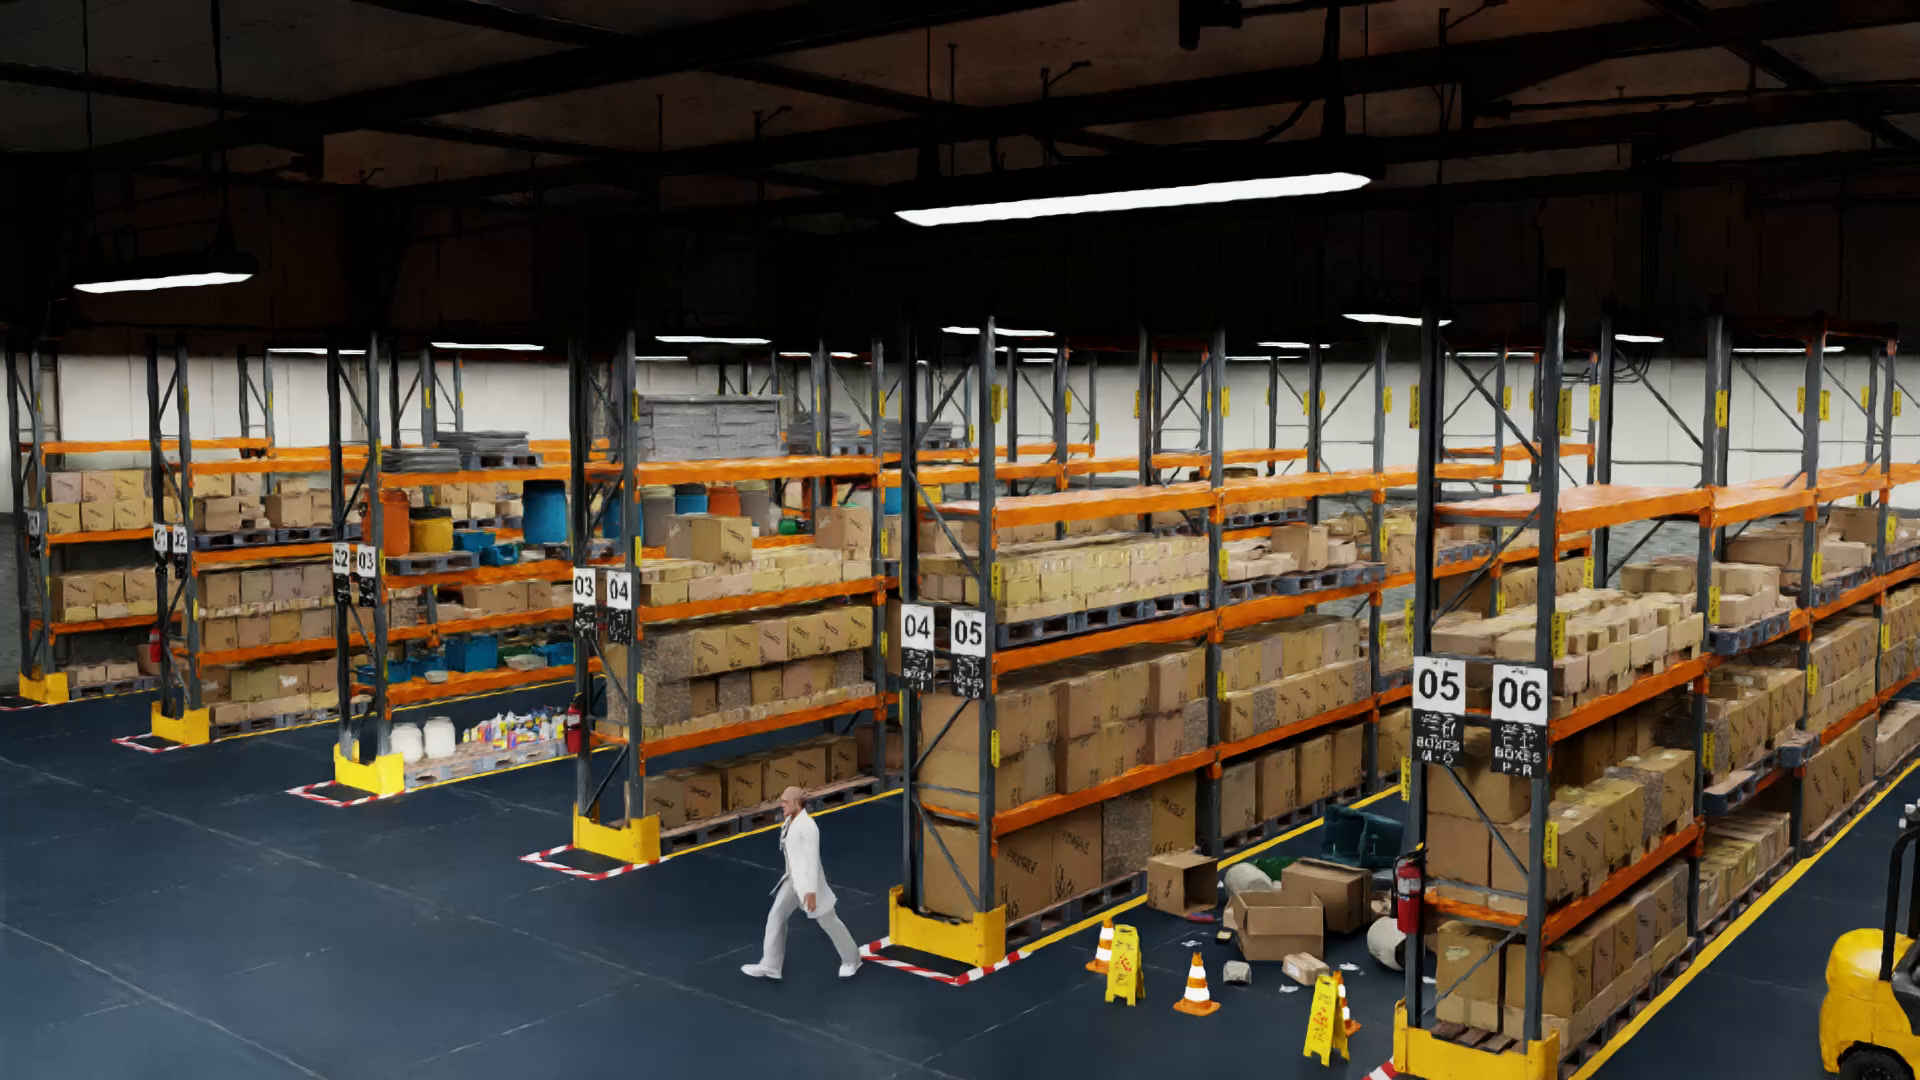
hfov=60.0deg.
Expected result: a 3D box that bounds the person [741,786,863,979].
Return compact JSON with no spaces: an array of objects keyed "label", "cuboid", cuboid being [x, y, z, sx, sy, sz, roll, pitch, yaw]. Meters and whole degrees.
[{"label":"person","cuboid":[-1.361,3.000,14.579,1.045,1.729,0.635,-3,6,-29]}]
